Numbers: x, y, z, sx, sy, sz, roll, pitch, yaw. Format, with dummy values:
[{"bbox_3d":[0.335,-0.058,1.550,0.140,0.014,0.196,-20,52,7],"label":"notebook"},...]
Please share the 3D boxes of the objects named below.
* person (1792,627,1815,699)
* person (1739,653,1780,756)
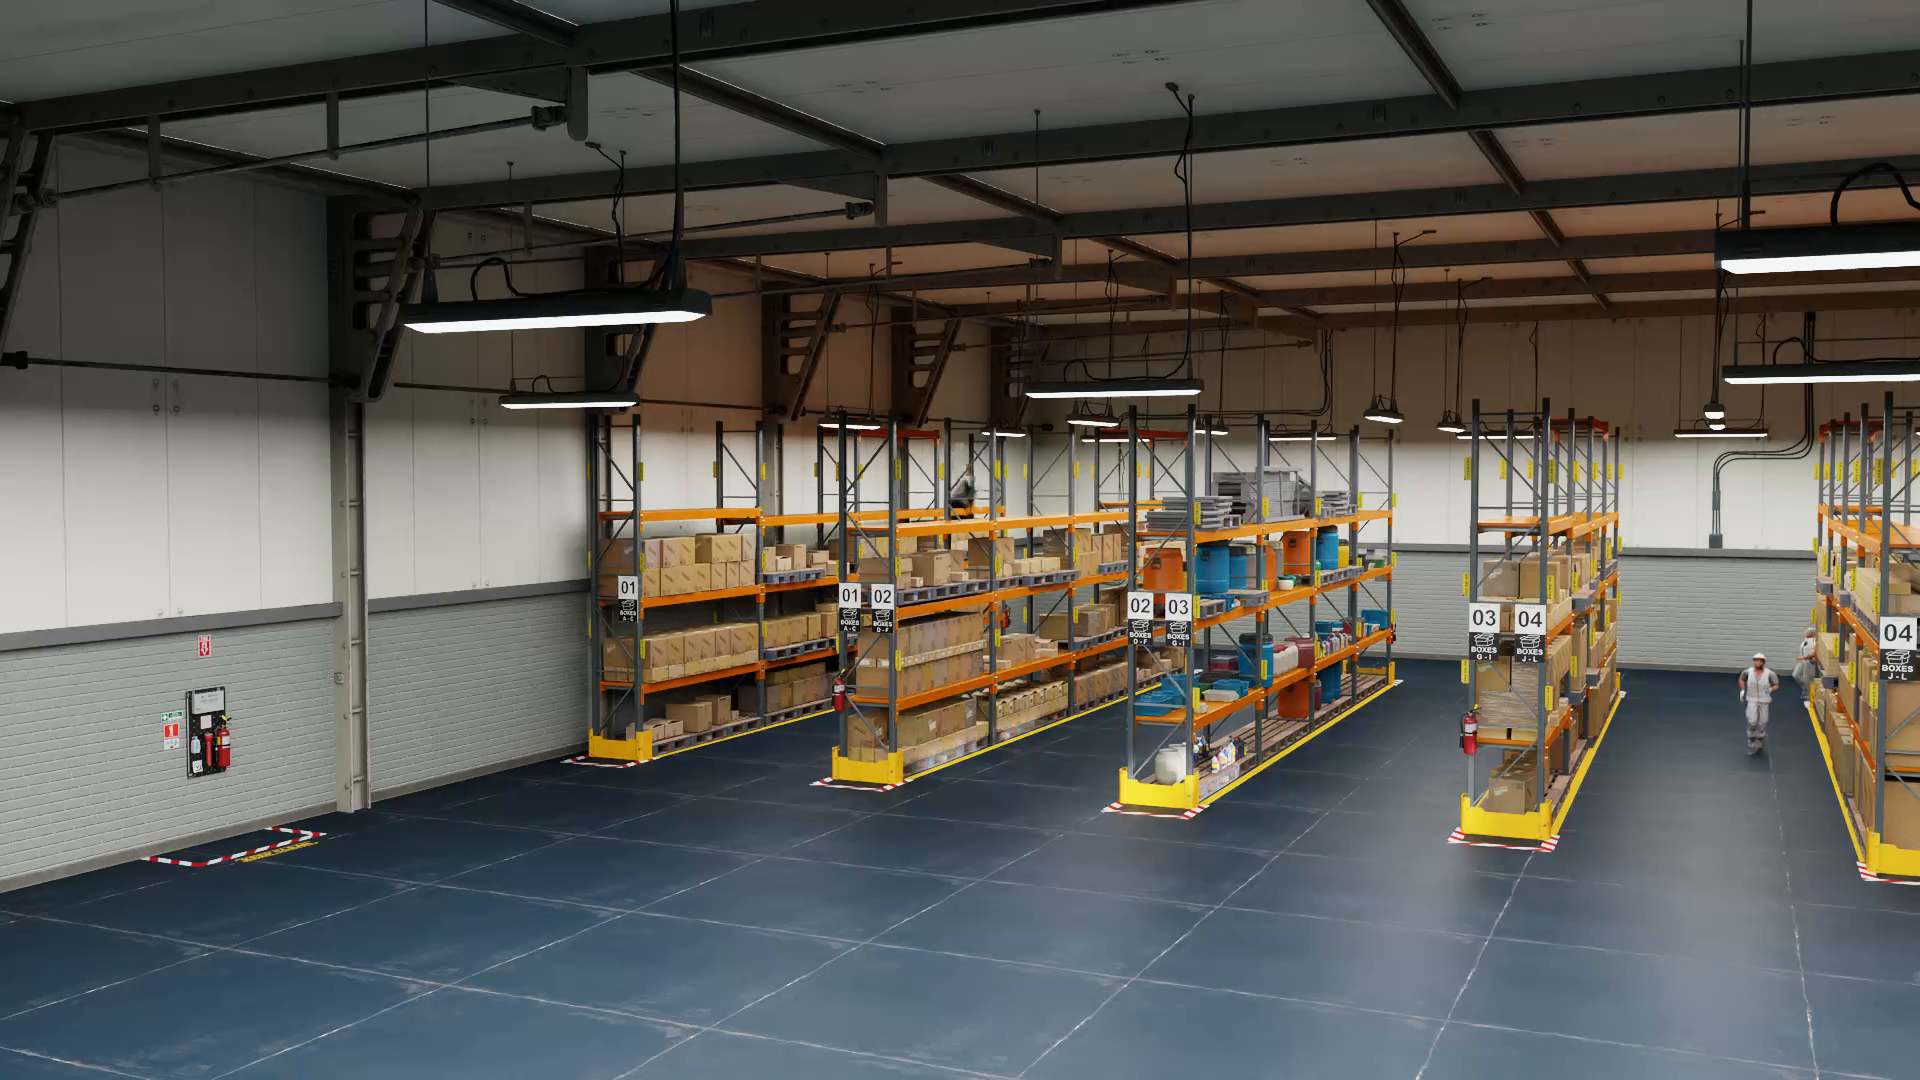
[{"bbox_3d":[18.544,2.695,36.393,0.555,1.623,0.663,0,2,4],"label":"person"},{"bbox_3d":[14.134,2.911,29.407,0.637,1.834,0.767,1,3,24],"label":"person"}]
